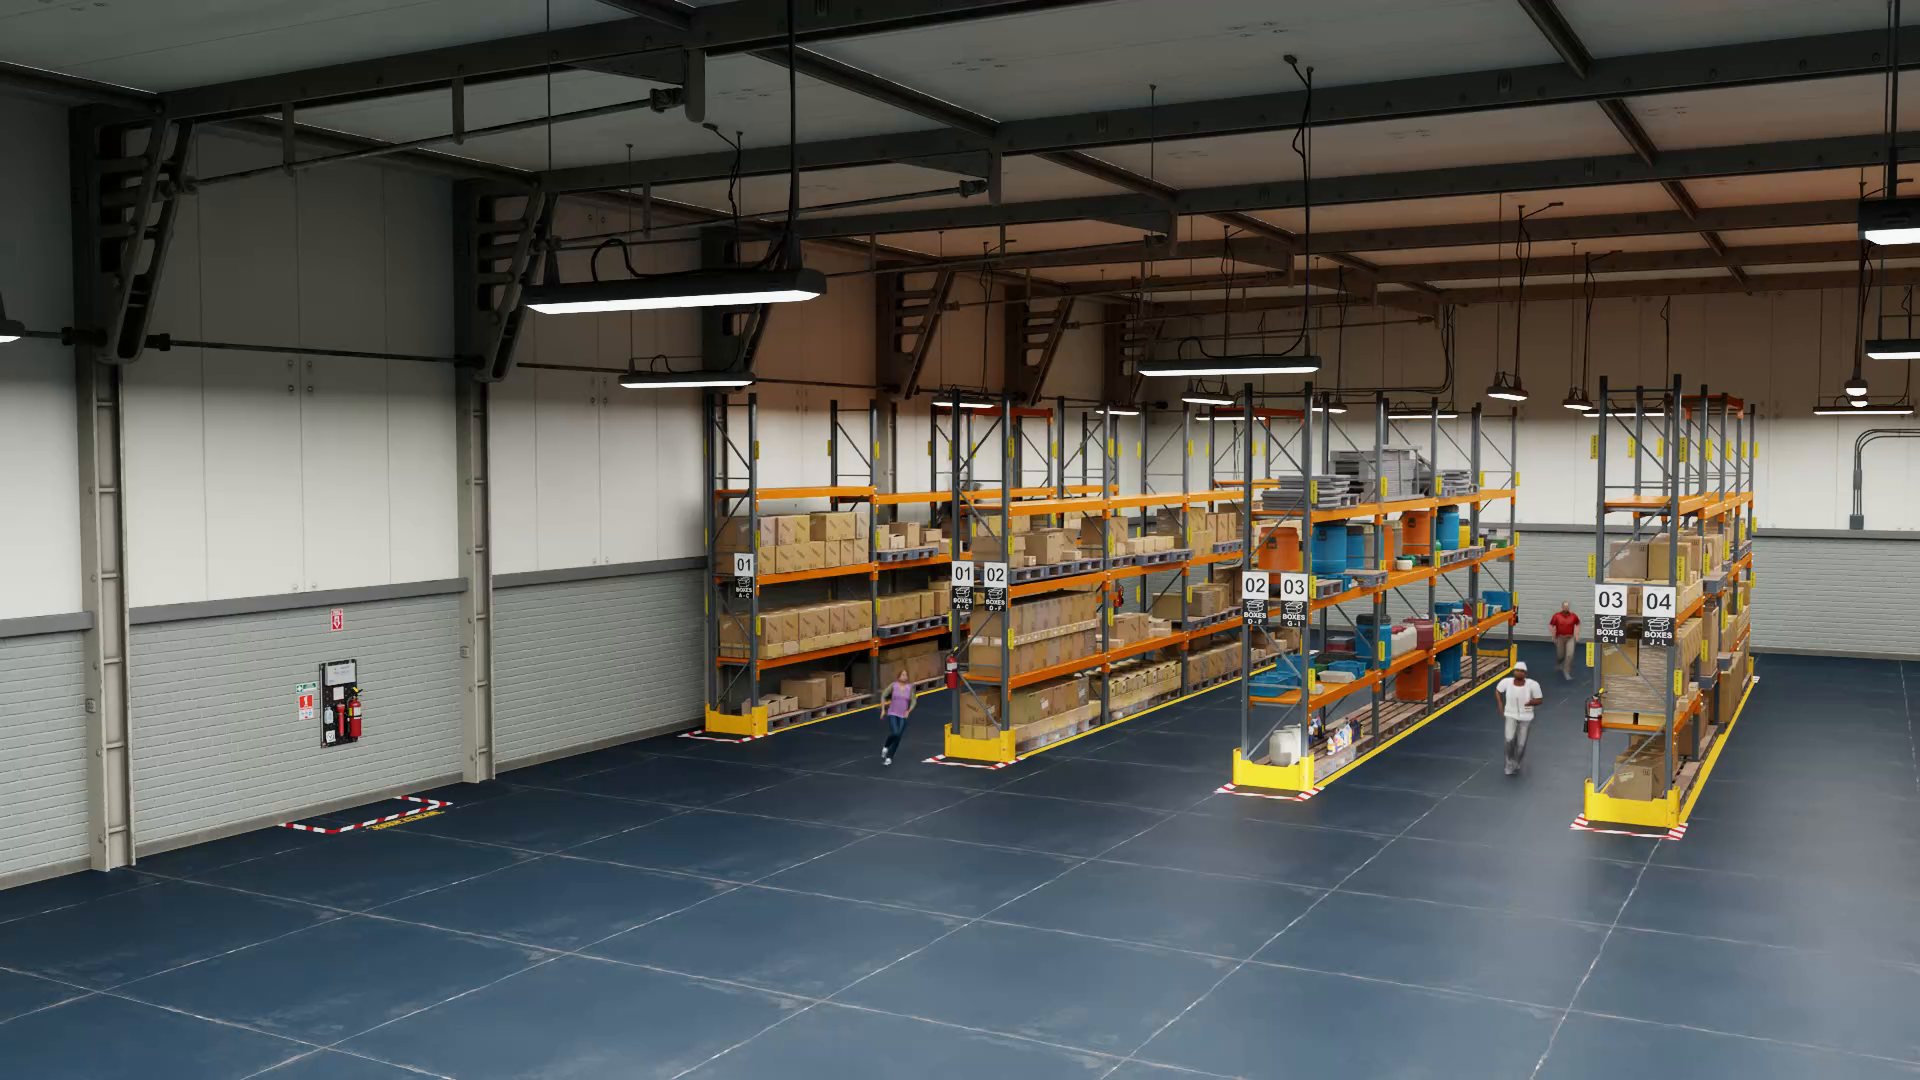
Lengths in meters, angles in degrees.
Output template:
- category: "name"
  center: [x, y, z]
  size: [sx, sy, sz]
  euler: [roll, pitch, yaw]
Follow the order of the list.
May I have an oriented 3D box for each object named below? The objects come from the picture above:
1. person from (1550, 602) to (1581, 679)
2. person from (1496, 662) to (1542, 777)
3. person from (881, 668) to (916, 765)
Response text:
- category: "person"
  center: [13.332, 2.198, 36.645]
  size: [0.659, 1.689, 0.752]
  euler: [1, 3, 14]
- category: "person"
  center: [8.593, 2.749, 25.577]
  size: [0.681, 1.767, 0.753]
  euler: [1, 3, 18]
- category: "person"
  center: [-0.961, 2.811, 26.399]
  size: [0.563, 1.527, 0.487]
  euler: [-1, 3, -13]
